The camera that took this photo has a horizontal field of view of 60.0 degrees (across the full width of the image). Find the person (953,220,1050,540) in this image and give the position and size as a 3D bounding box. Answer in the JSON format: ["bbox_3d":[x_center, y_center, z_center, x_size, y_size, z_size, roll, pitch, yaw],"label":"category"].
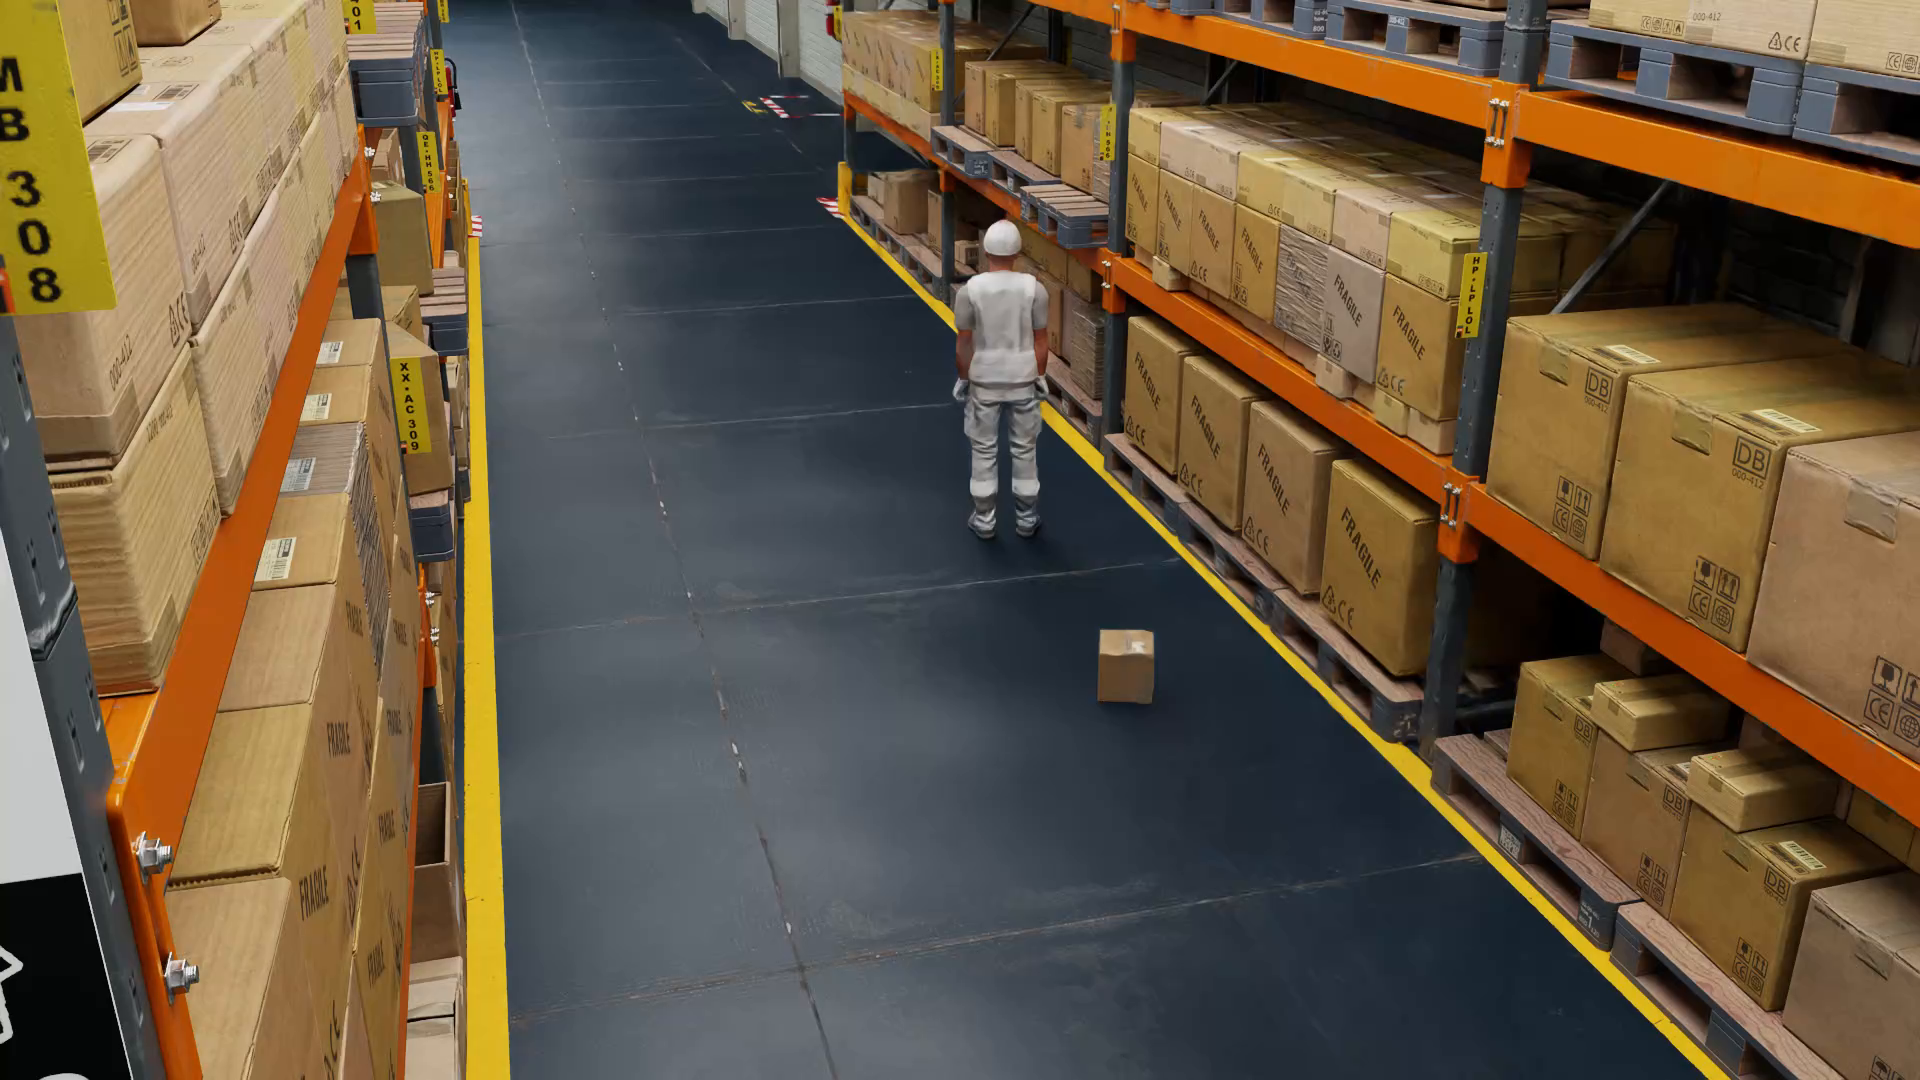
[{"bbox_3d":[0.226,-0.873,9.144,0.536,1.795,0.373,-1,23,-3],"label":"person"}]
